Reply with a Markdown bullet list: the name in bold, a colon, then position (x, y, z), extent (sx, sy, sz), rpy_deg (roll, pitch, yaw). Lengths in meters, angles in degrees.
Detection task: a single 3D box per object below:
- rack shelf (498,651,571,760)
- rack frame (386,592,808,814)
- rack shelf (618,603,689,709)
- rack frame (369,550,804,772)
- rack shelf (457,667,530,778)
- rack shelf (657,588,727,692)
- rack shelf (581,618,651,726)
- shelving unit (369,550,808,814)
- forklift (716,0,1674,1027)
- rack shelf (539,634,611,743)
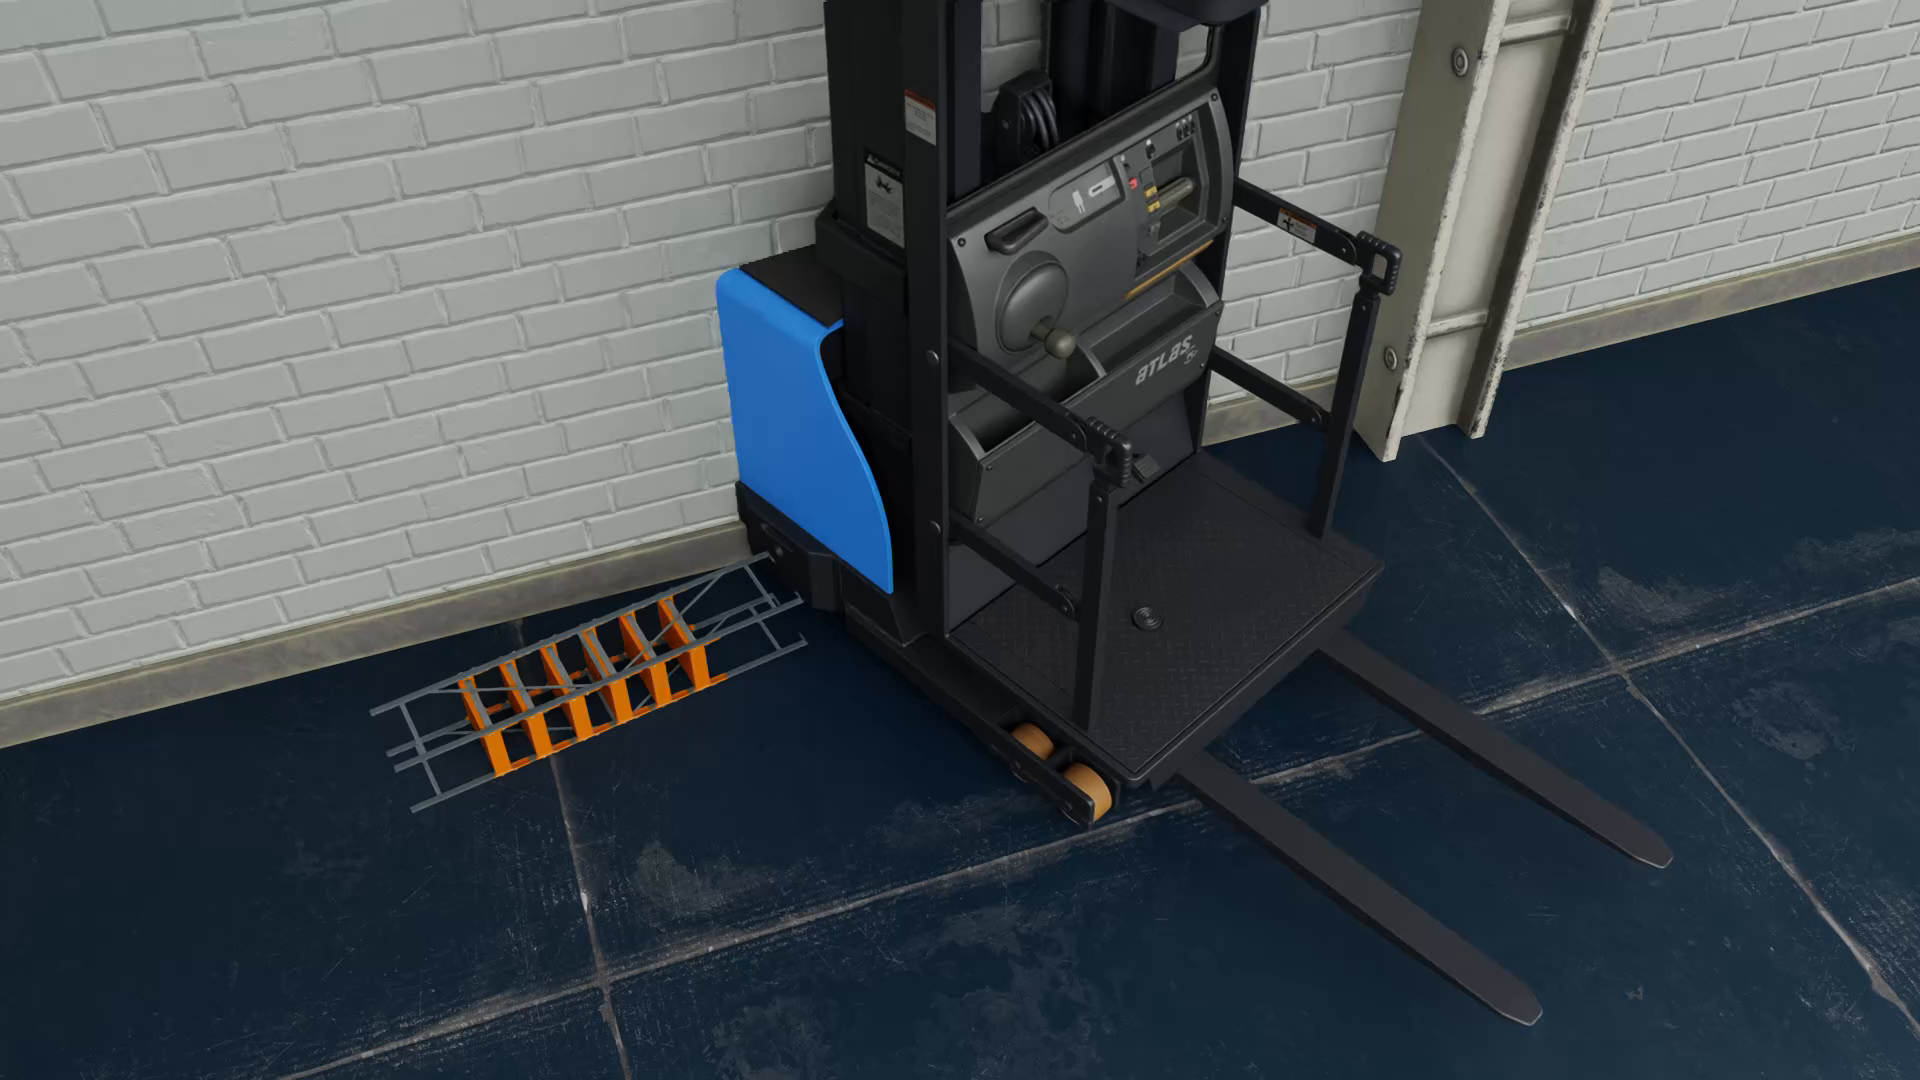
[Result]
- **rack shelf**: position (-1.197, 0.456, 4.658), extent (0.103, 0.180, 0.258), rpy_deg (-23, 49, -21)
- **rack frame**: position (-1.029, 0.451, 4.793), extent (1.200, 0.006, 0.240), rpy_deg (-23, 49, -21)
- **rack shelf**: position (-0.887, 0.327, 4.788), extent (0.103, 0.180, 0.258), rpy_deg (-23, 49, -21)
- **rack frame**: position (-1.029, 0.321, 4.664), extent (1.200, 0.006, 0.240), rpy_deg (-23, 49, -21)
- **rack shelf**: position (-1.301, 0.500, 4.615), extent (0.103, 0.180, 0.258), rpy_deg (-23, 49, -21)
- **rack shelf**: position (-0.784, 0.284, 4.831), extent (0.103, 0.180, 0.258), rpy_deg (-23, 49, -21)
- **rack shelf**: position (-0.991, 0.370, 4.744), extent (0.103, 0.180, 0.258), rpy_deg (-23, 49, -21)
- **shelving unit**: position (-1.029, 0.386, 4.729), extent (1.200, 0.189, 0.258), rpy_deg (-23, 49, -21)
- **forklift**: position (0.485, -0.687, 3.865), extent (1.130, 2.935, 3.031), rpy_deg (-35, 55, -30)
- **rack shelf**: position (-1.094, 0.413, 4.701), extent (0.103, 0.180, 0.258), rpy_deg (-23, 49, -21)
